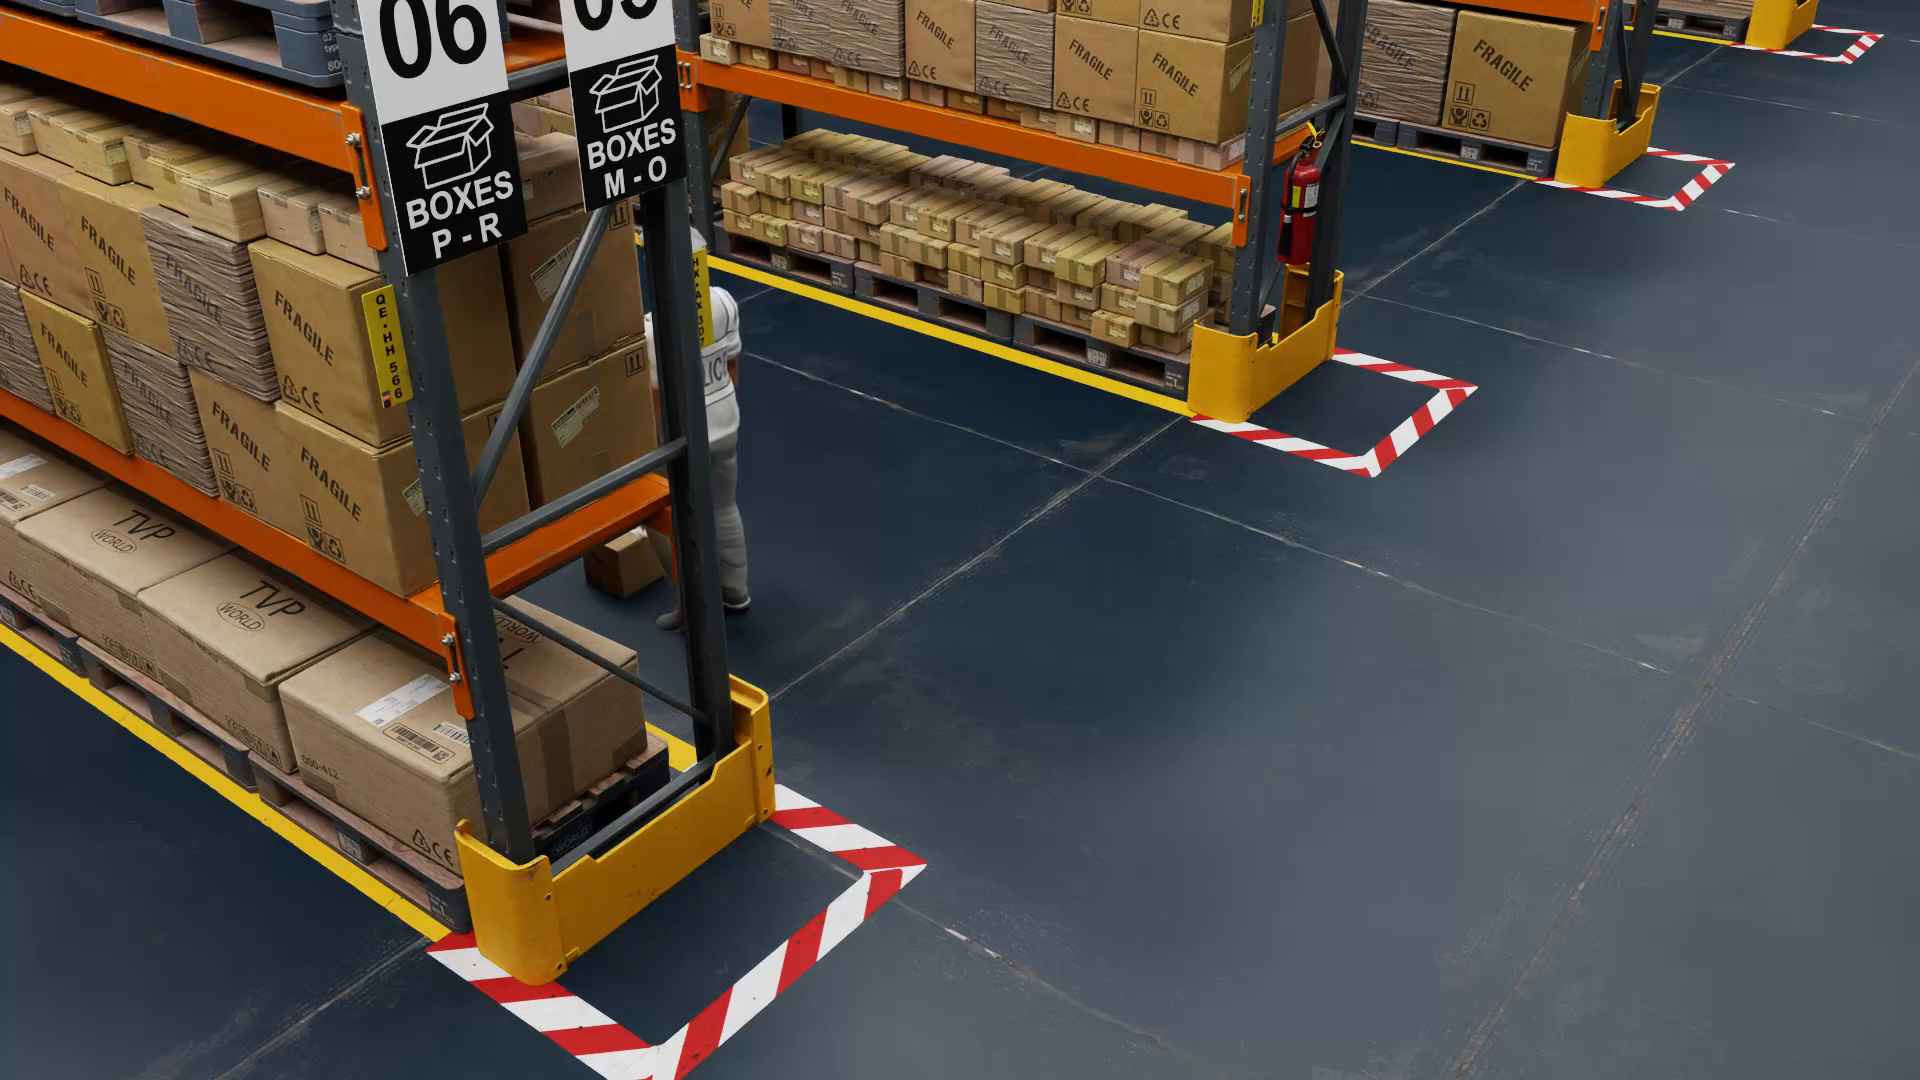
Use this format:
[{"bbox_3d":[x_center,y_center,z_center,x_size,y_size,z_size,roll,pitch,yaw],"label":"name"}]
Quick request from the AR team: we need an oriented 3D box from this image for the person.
[{"bbox_3d":[-1.127,-0.416,6.845,0.394,1.820,0.559,22,37,32],"label":"person"}]
